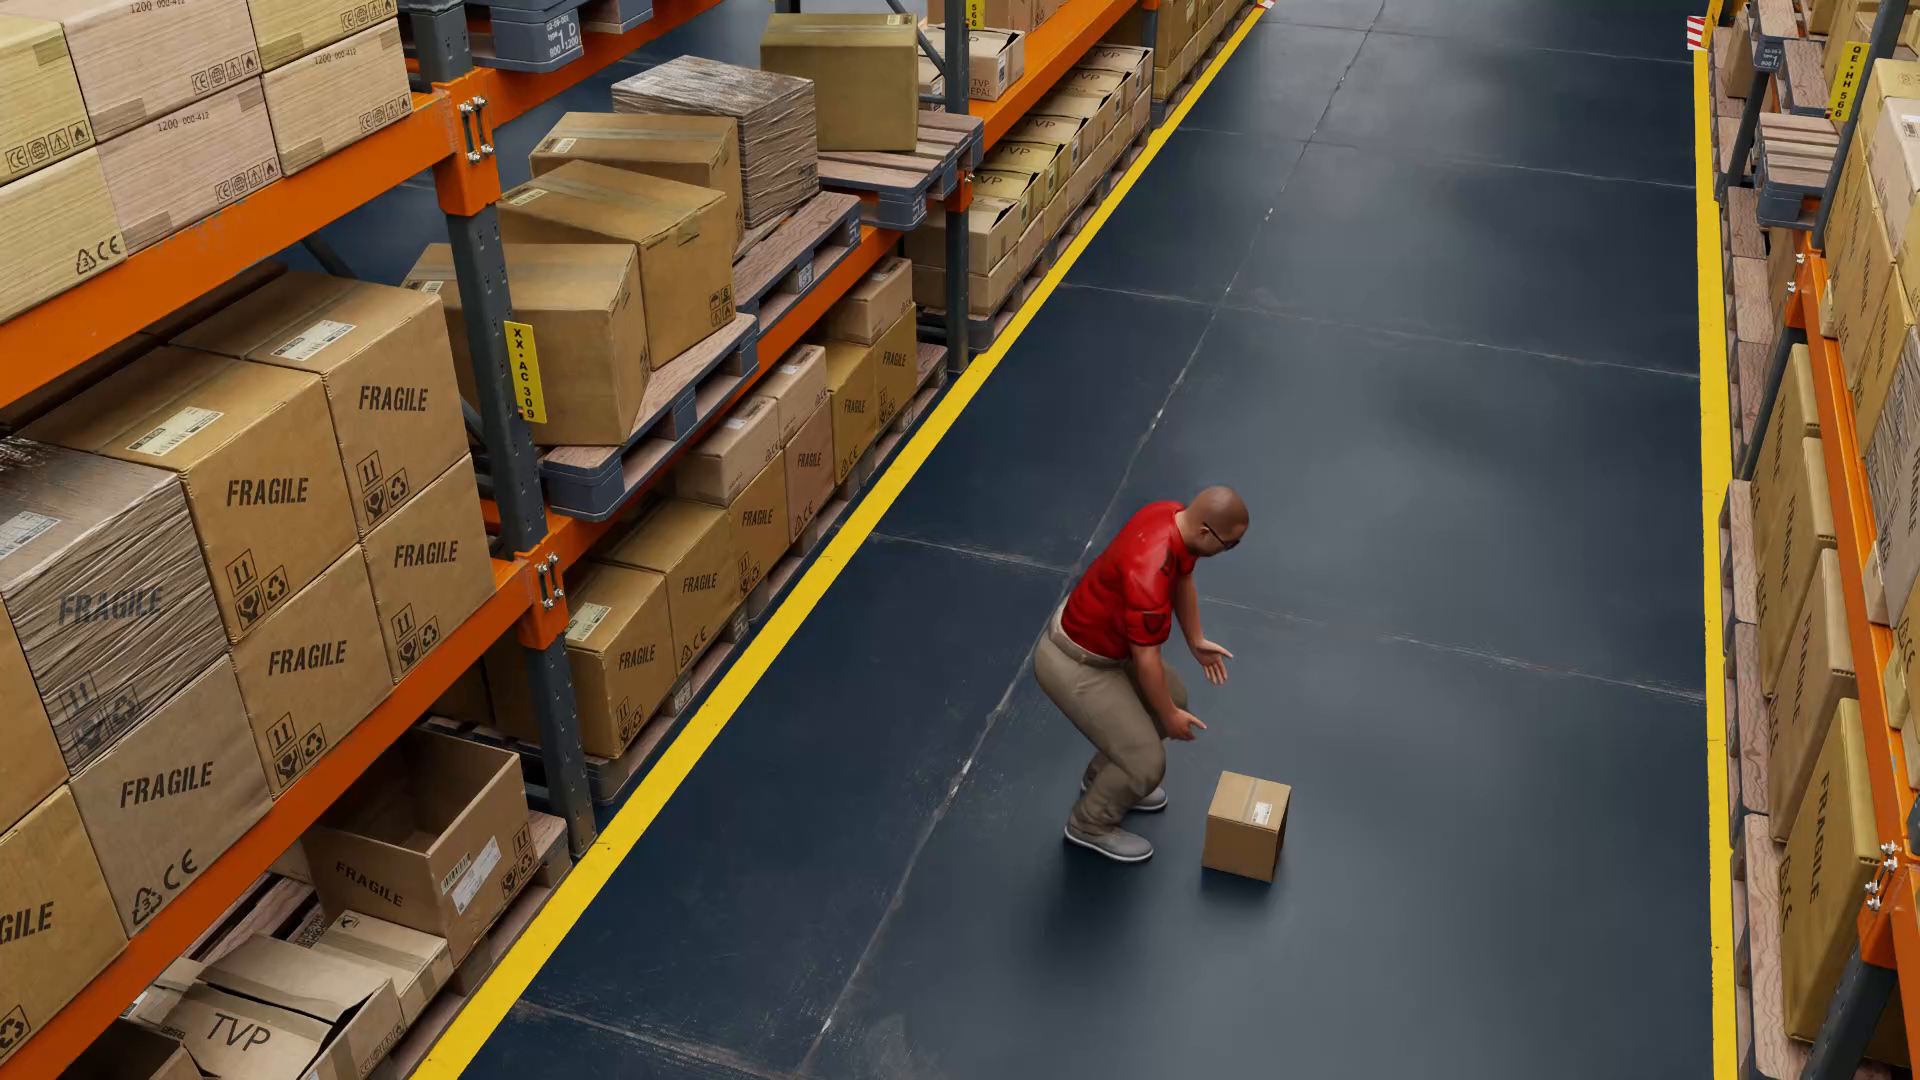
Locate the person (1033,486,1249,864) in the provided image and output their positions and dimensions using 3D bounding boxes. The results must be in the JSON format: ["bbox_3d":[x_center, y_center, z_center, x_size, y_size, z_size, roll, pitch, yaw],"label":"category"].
[{"bbox_3d":[0.631,0.417,5.763,0.621,1.466,0.588,11,35,17],"label":"person"}]
